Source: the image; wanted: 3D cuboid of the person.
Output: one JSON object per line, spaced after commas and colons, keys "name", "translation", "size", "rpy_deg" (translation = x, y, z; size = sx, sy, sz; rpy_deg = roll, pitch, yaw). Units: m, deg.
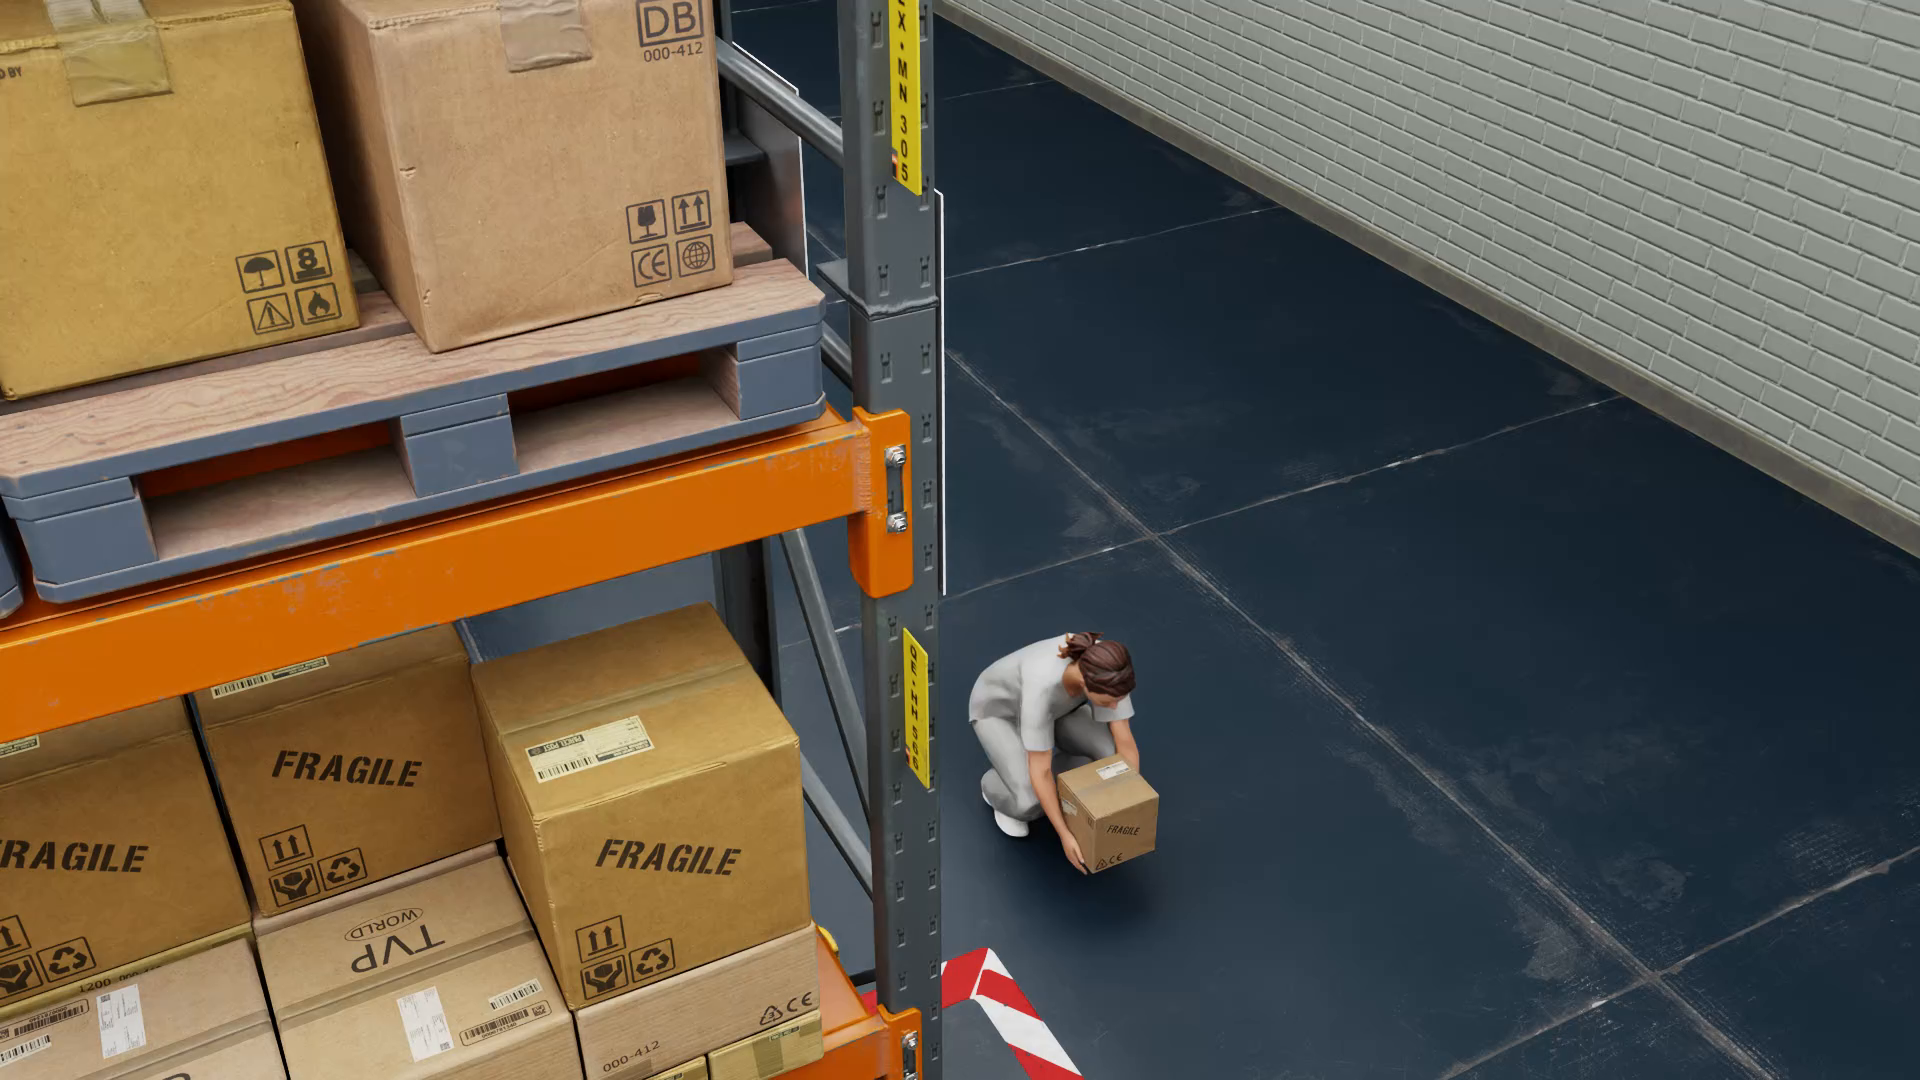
{"name": "person", "translation": [0.348, 0.656, 5.811], "size": [0.469, 0.949, 0.803], "rpy_deg": [-17, 37, -24]}
